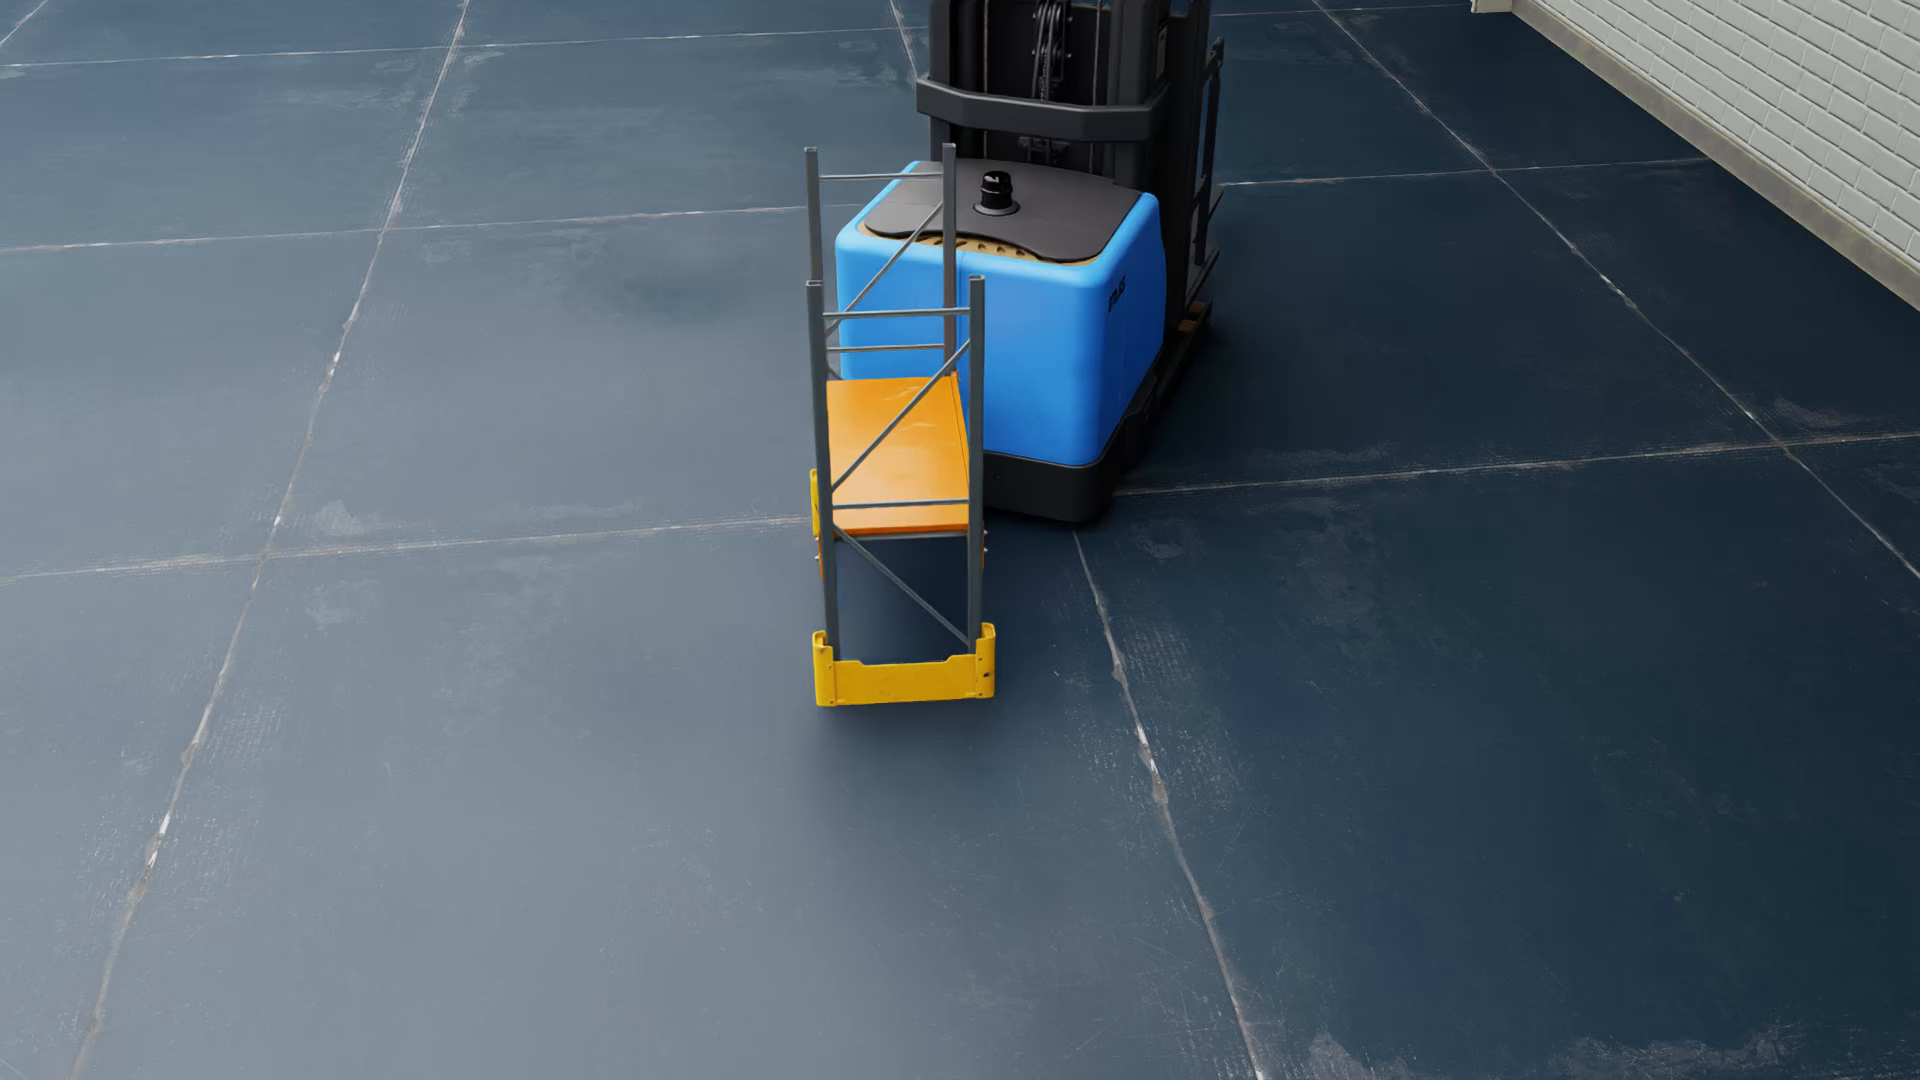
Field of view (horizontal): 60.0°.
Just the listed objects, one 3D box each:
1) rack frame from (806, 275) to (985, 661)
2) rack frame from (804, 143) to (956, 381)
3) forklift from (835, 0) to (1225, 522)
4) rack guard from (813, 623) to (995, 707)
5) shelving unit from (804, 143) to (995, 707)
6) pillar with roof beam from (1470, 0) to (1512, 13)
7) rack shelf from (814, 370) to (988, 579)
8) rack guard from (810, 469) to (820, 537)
[{"bbox_3d":[-0.181,-0.107,5.076,0.500,1.500,0.032,-3,34,-4],"label":"rack frame"},{"bbox_3d":[-0.264,-0.678,5.913,0.500,1.500,0.032,-3,34,-4],"label":"rack frame"},{"bbox_3d":[0.513,-2.103,6.733,1.130,2.935,3.031,12,36,16],"label":"forklift"},{"bbox_3d":[-0.181,0.409,5.429,0.587,0.250,0.087,-3,34,-4],"label":"rack guard"},{"bbox_3d":[-0.221,-0.387,5.487,0.587,1.500,1.083,-3,34,-4],"label":"shelving unit"},{"bbox_3d":[-0.530,-7.219,8.852,9.100,9.000,0.400,-4,35,-6],"label":"pillar with roof beam"},{"bbox_3d":[-0.222,-0.244,5.596,0.538,0.185,1.000,-3,34,-4],"label":"rack shelf"},{"bbox_3d":[-0.262,-0.151,6.249,0.587,0.250,0.087,-3,34,-4],"label":"rack guard"}]
